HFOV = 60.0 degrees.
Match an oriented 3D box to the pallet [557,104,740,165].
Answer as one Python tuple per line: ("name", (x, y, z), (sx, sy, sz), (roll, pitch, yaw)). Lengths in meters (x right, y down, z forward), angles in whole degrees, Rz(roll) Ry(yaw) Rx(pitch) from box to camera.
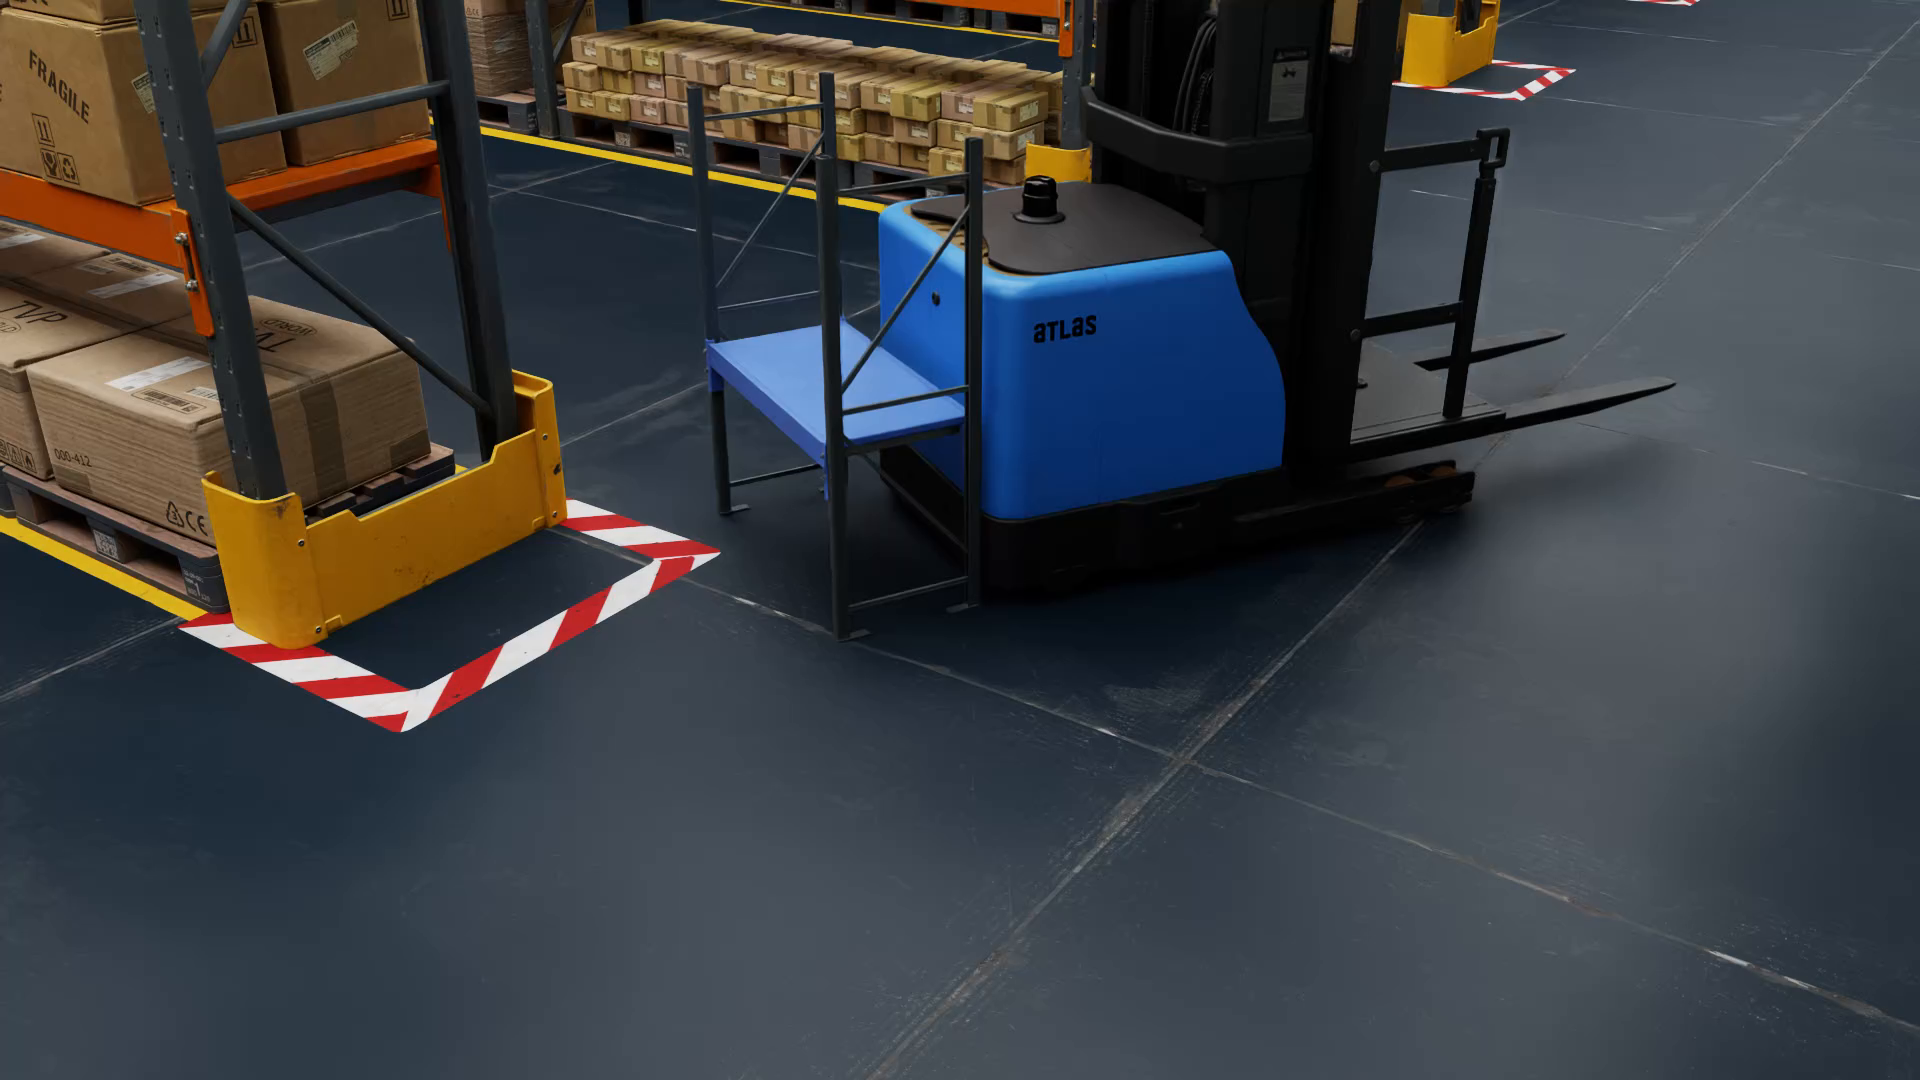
("pallet", (-1.865, -2.759, 10.938), (1.213, 0.211, 1.003), (17, 32, 30))

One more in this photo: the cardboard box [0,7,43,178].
("cardboard box", (-2.814, -1.461, 5.204), (0.500, 0.500, 0.500), (17, 31, 29))

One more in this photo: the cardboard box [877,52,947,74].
("cardboard box", (-0.286, -2.823, 10.014), (0.250, 0.149, 0.380), (19, 32, 32))

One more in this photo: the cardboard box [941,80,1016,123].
("cardboard box", (0.104, -2.443, 9.267), (0.250, 0.149, 0.380), (18, 32, 31))

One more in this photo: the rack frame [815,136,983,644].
("rack frame", (-0.162, -0.408, 4.898), (0.500, 1.500, 0.032), (-14, 30, -25))

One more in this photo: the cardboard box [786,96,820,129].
("cardboard box", (-0.803, -2.545, 9.797), (0.250, 0.149, 0.380), (19, 33, 33))

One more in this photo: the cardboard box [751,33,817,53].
("cardboard box", (-1.111, -3.106, 10.570), (0.250, 0.149, 0.380), (16, 31, 28))

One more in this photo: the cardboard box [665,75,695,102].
("cardboard box", (-1.620, -2.846, 10.388), (0.250, 0.149, 0.380), (16, 31, 28))

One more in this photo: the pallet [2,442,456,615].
("pallet", (-2.565, -0.190, 5.891), (1.213, 0.211, 1.003), (17, 32, 30))

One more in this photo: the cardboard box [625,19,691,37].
("cardboard box", (-1.998, -3.349, 11.047), (0.250, 0.149, 0.380), (18, 32, 32))

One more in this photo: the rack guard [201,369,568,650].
("rack guard", (-1.841, -0.137, 5.468), (0.348, 0.500, 1.175), (17, 32, 30))

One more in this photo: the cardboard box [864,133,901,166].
("cardboard box", (-0.343, -2.294, 9.631), (0.250, 0.149, 0.380), (18, 32, 31))

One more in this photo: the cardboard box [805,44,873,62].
("cardboard box", (-0.739, -2.936, 10.237), (0.250, 0.149, 0.380), (17, 32, 30))

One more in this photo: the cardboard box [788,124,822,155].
("cardboard box", (-0.803, -2.414, 9.866), (0.250, 0.149, 0.380), (18, 32, 31))

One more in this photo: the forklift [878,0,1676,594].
("forklift", (1.270, -1.570, 5.603), (3.031, 2.935, 1.130), (-12, 29, -22))

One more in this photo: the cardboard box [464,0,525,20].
("cardboard box", (-3.196, -3.665, 11.110), (0.500, 0.250, 0.500), (16, 31, 29))

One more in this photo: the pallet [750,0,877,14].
("pallet", (-1.236, -5.229, 15.793), (1.213, 0.211, 1.003), (17, 32, 30))

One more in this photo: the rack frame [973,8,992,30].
("rack frame", (0.452, -5.989, 14.211), (0.127, 3.000, 1.000), (17, 32, 30))

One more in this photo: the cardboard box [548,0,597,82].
("cardboard box", (-2.898, -3.523, 11.658), (0.500, 0.500, 0.500), (19, 32, 32))

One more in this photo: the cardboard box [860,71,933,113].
("cardboard box", (-0.359, -2.552, 9.481), (0.250, 0.149, 0.380), (16, 31, 28))

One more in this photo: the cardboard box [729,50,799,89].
("cardboard box", (-1.180, -2.844, 10.055), (0.250, 0.149, 0.380), (16, 31, 28))

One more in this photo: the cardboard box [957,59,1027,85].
("cardboard box", (0.188, -2.715, 9.803), (0.250, 0.149, 0.380), (17, 32, 30))

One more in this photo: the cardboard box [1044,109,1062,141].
("cardboard box", (0.572, -2.413, 9.537), (0.250, 0.149, 0.380), (19, 32, 32))

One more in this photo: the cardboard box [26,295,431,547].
("cardboard box", (-2.462, -0.434, 5.658), (0.875, 0.438, 0.875), (16, 31, 29))

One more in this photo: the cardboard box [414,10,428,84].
("cardboard box", (-3.614, -3.462, 11.538), (0.500, 0.500, 0.500), (16, 31, 29))

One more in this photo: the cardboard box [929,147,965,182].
("cardboard box", (0.037, -2.136, 9.320), (0.250, 0.149, 0.380), (18, 32, 32))

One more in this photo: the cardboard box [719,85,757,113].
("cardboard box", (-1.234, -2.678, 10.058), (0.250, 0.149, 0.380), (17, 32, 30))

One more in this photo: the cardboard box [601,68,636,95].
("cardboard box", (-2.062, -2.966, 10.623), (0.250, 0.149, 0.380), (18, 32, 31))

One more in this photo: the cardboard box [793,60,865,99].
("cardboard box", (-0.767, -2.709, 9.790), (0.250, 0.149, 0.380), (16, 31, 29))

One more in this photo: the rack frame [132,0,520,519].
("rack frame", (-1.861, -1.257, 4.913), (0.127, 3.000, 1.000), (17, 32, 30))

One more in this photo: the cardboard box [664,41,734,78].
("cardboard box", (-1.615, -2.979, 10.320), (0.250, 0.149, 0.380), (16, 31, 29))

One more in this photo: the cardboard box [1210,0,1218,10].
("cardboard box", (2.427, -4.570, 13.303), (0.875, 0.875, 0.875), (17, 32, 30))

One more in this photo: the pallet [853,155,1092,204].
("pallet", (0.146, -2.132, 9.707), (1.213, 0.211, 1.003), (17, 32, 30))

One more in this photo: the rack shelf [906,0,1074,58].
("rack shelf", (-0.790, -3.327, 9.773), (4.000, 0.370, 1.077), (17, 32, 30))

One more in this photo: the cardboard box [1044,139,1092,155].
("cardboard box", (0.608, -2.304, 9.651), (0.250, 0.149, 0.380), (18, 32, 31))

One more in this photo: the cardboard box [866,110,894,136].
("cardboard box", (-0.331, -2.452, 9.613), (0.250, 0.149, 0.380), (17, 31, 30))

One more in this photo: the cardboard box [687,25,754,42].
("cardboard box", (-1.556, -3.236, 10.827), (0.250, 0.149, 0.380), (17, 32, 30))

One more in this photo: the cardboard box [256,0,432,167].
("cardboard box", (-2.094, -1.532, 5.343), (0.500, 0.500, 0.500), (17, 32, 30))

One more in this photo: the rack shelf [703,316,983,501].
("rack shelf", (-0.401, -0.451, 5.379), (0.538, 0.185, 1.000), (-14, 30, -25))

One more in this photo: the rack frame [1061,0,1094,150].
("rack frame", (0.858, -3.134, 8.600), (0.127, 3.000, 1.000), (17, 32, 30))

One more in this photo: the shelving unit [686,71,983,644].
("shelving unit", (-0.401, -0.611, 5.298), (0.538, 1.500, 1.048), (-14, 30, -25))

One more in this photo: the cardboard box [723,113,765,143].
("cardboard box", (-1.228, -2.546, 10.125), (0.250, 0.149, 0.380), (16, 31, 29))

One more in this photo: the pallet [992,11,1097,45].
("pallet", (1.035, -4.522, 14.403), (1.213, 0.211, 1.003), (17, 32, 30))

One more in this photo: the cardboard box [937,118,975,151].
("cardboard box", (0.077, -2.299, 9.312), (0.250, 0.149, 0.380), (16, 31, 29))

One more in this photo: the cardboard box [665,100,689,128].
("cardboard box", (-1.630, -2.705, 10.437), (0.250, 0.149, 0.380), (17, 31, 29))

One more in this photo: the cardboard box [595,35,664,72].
("cardboard box", (-2.079, -3.084, 10.527), (0.250, 0.149, 0.380), (19, 33, 33))

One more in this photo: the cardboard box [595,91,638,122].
("cardboard box", (-2.101, -2.795, 10.616), (0.250, 0.149, 0.380), (18, 32, 32))

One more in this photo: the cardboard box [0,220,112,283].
("cardboard box", (-3.963, -0.899, 6.570), (0.875, 0.438, 0.875), (16, 31, 29))

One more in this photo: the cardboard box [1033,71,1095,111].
("cardboard box", (0.619, -2.577, 9.531), (0.250, 0.149, 0.380), (16, 31, 28))
